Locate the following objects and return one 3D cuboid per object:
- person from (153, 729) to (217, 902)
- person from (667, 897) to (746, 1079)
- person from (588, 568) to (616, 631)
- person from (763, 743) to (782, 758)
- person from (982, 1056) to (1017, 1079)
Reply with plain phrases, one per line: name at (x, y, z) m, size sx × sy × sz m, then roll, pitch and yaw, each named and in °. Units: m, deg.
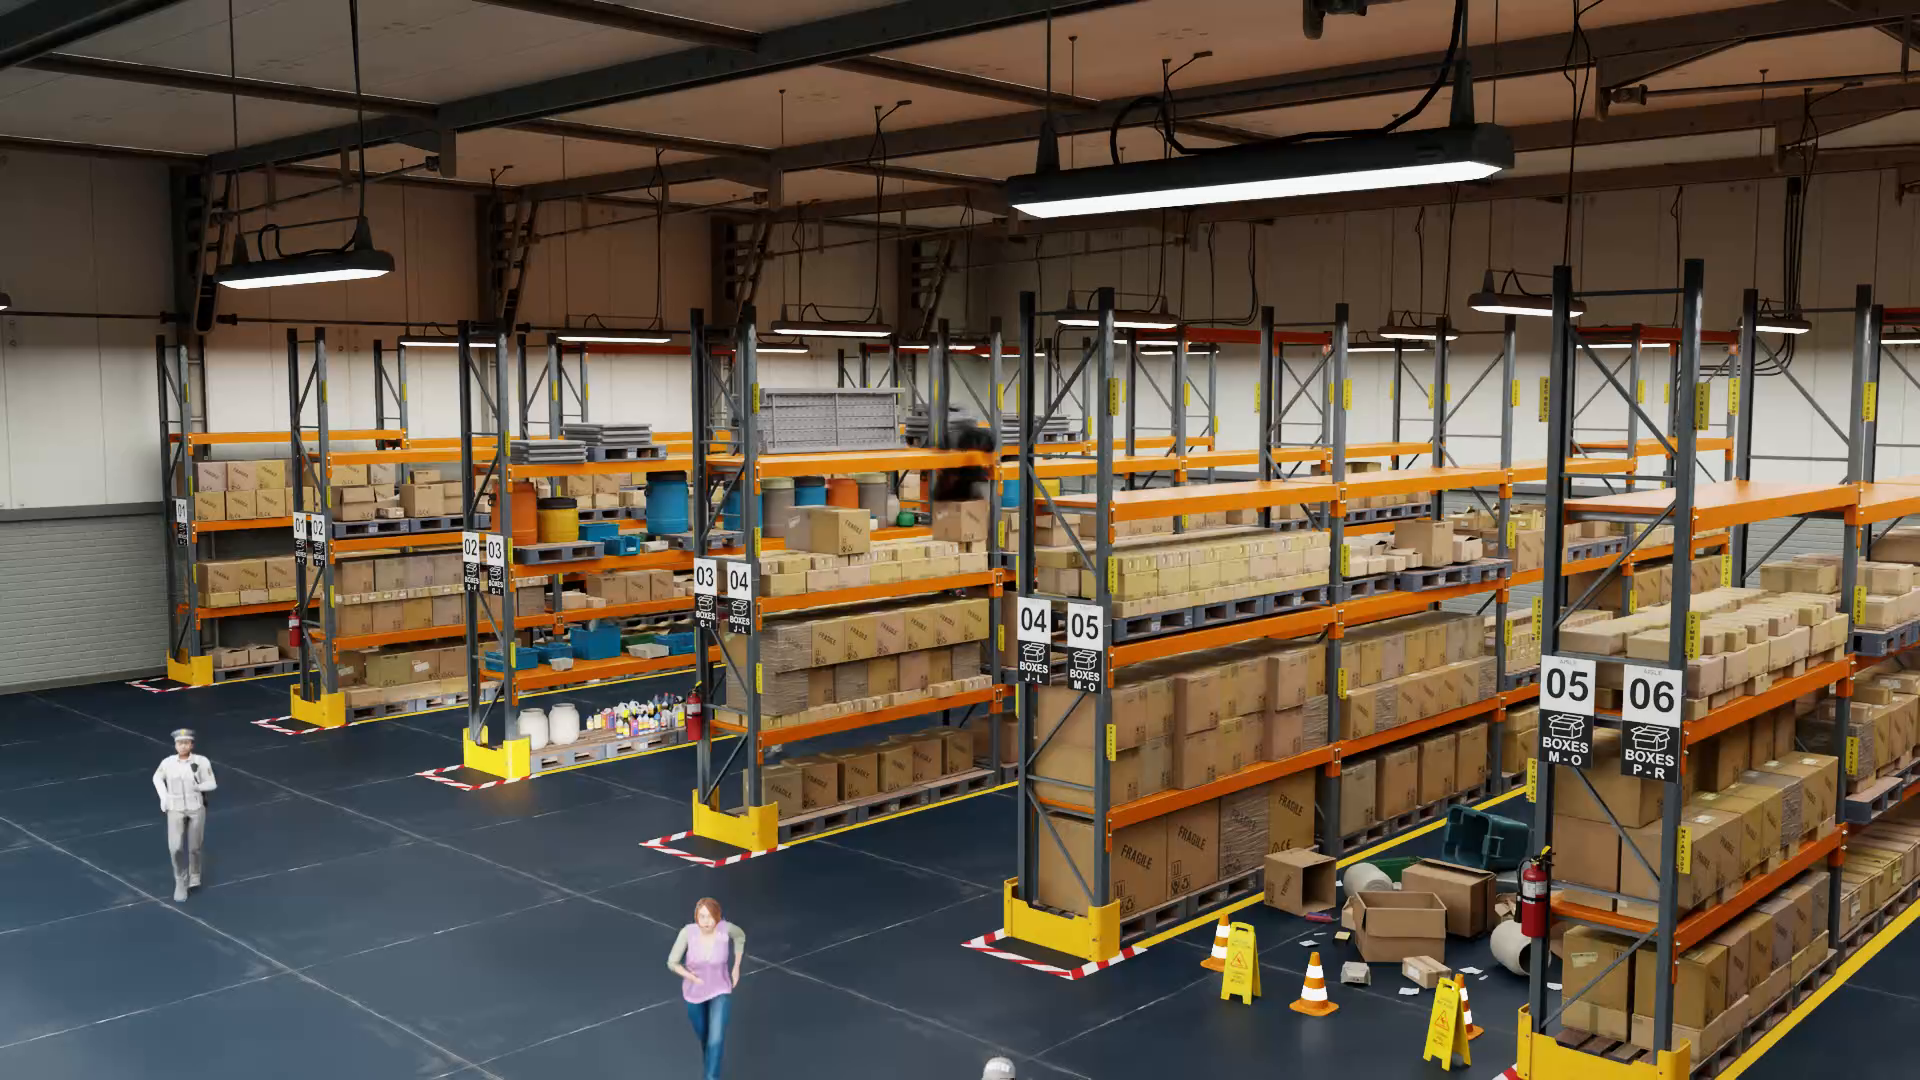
person at (-7.809, 2.757, 16.753) m, size 0.576 × 1.739 × 0.676 m, roll -2°, pitch 6°, yaw -22°
person at (-1.805, 3.269, 11.912) m, size 0.539 × 1.596 × 0.951 m, roll 0°, pitch 5°, yaw -3°
person at (-6.670, 1.372, 31.184) m, size 0.639 × 1.840 × 0.719 m, roll 5°, pitch 7°, yaw 43°
person at (-2.538, 1.977, 21.606) m, size 0.659 × 1.758 × 0.599 m, roll 4°, pitch 7°, yaw 36°
person at (0.252, 3.532, 8.767) m, size 0.611 × 1.697 × 0.871 m, roll 1°, pitch 5°, yaw 7°
